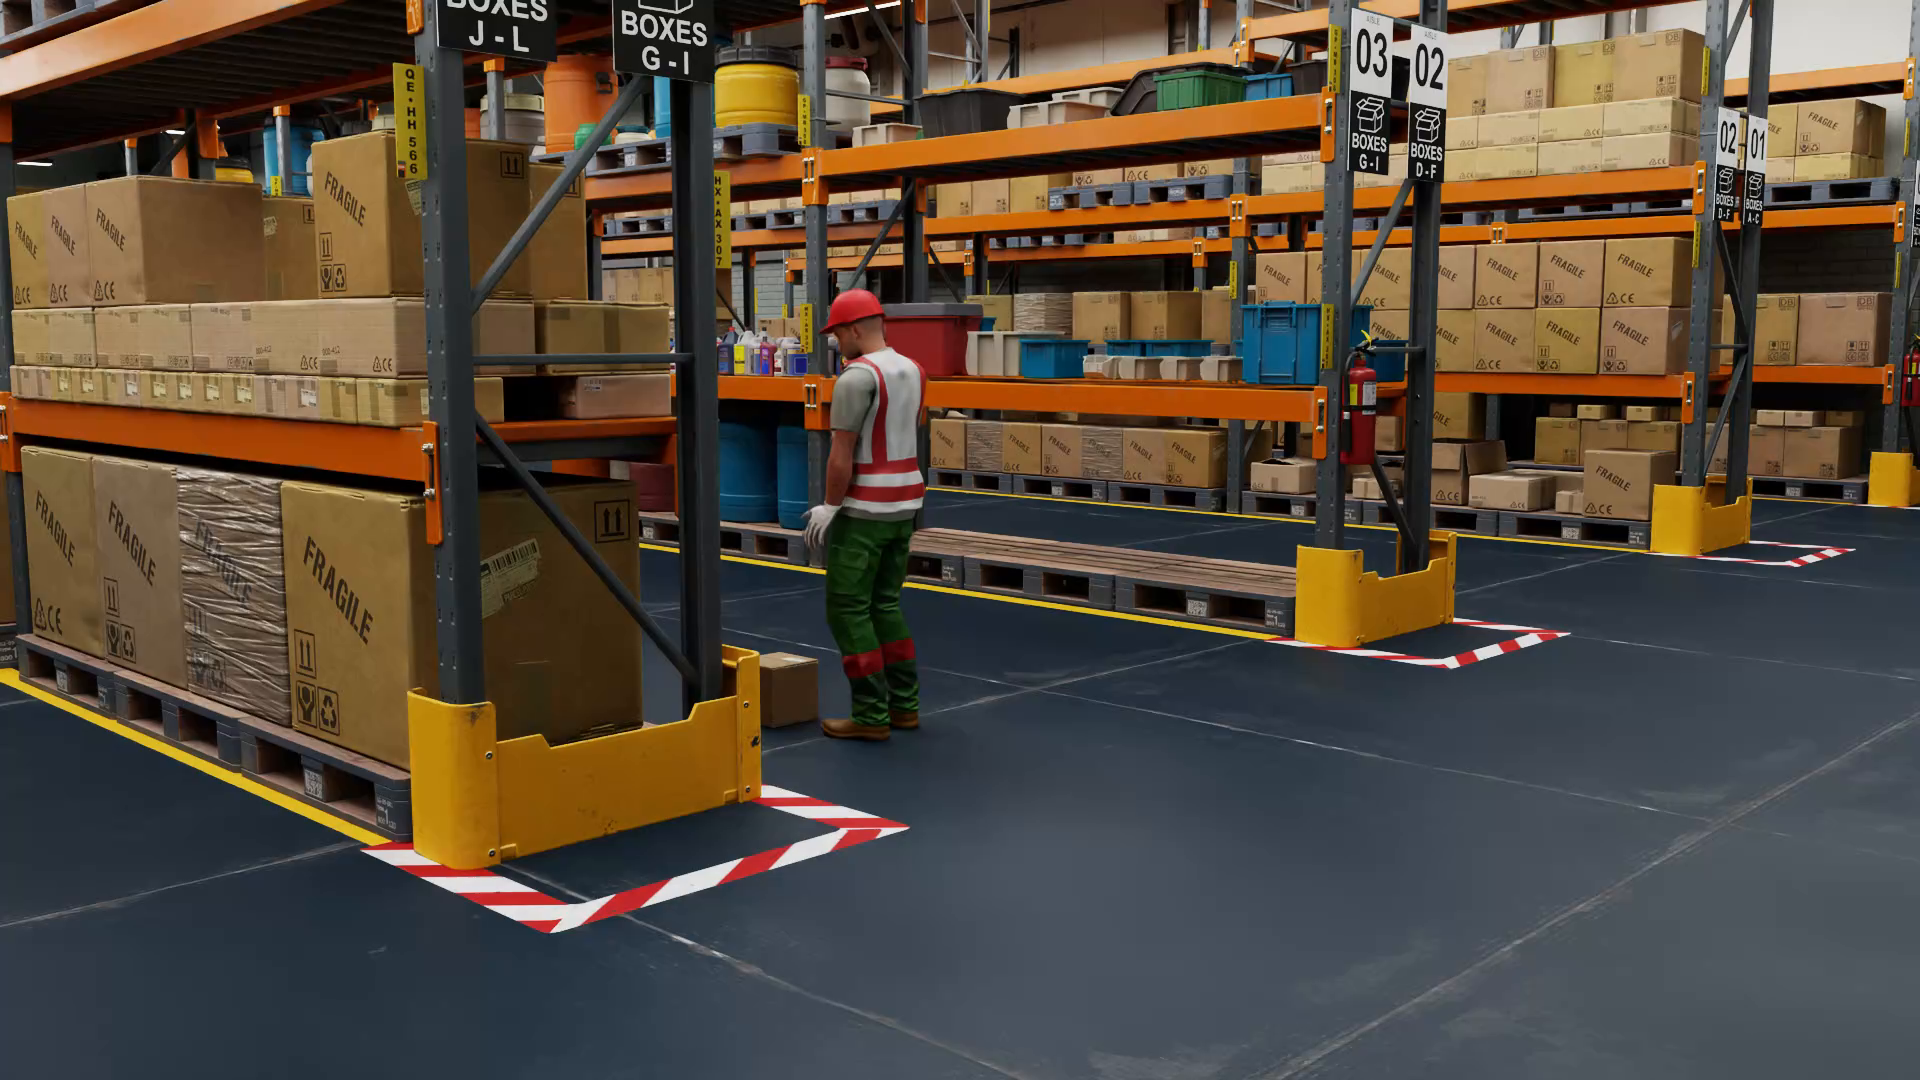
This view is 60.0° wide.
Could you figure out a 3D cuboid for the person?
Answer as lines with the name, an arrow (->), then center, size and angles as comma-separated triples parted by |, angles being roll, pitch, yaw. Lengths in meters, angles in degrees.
person -> -0.370, -0.102, 6.581 | 0.388, 1.768, 0.533 | 4, 8, 30
